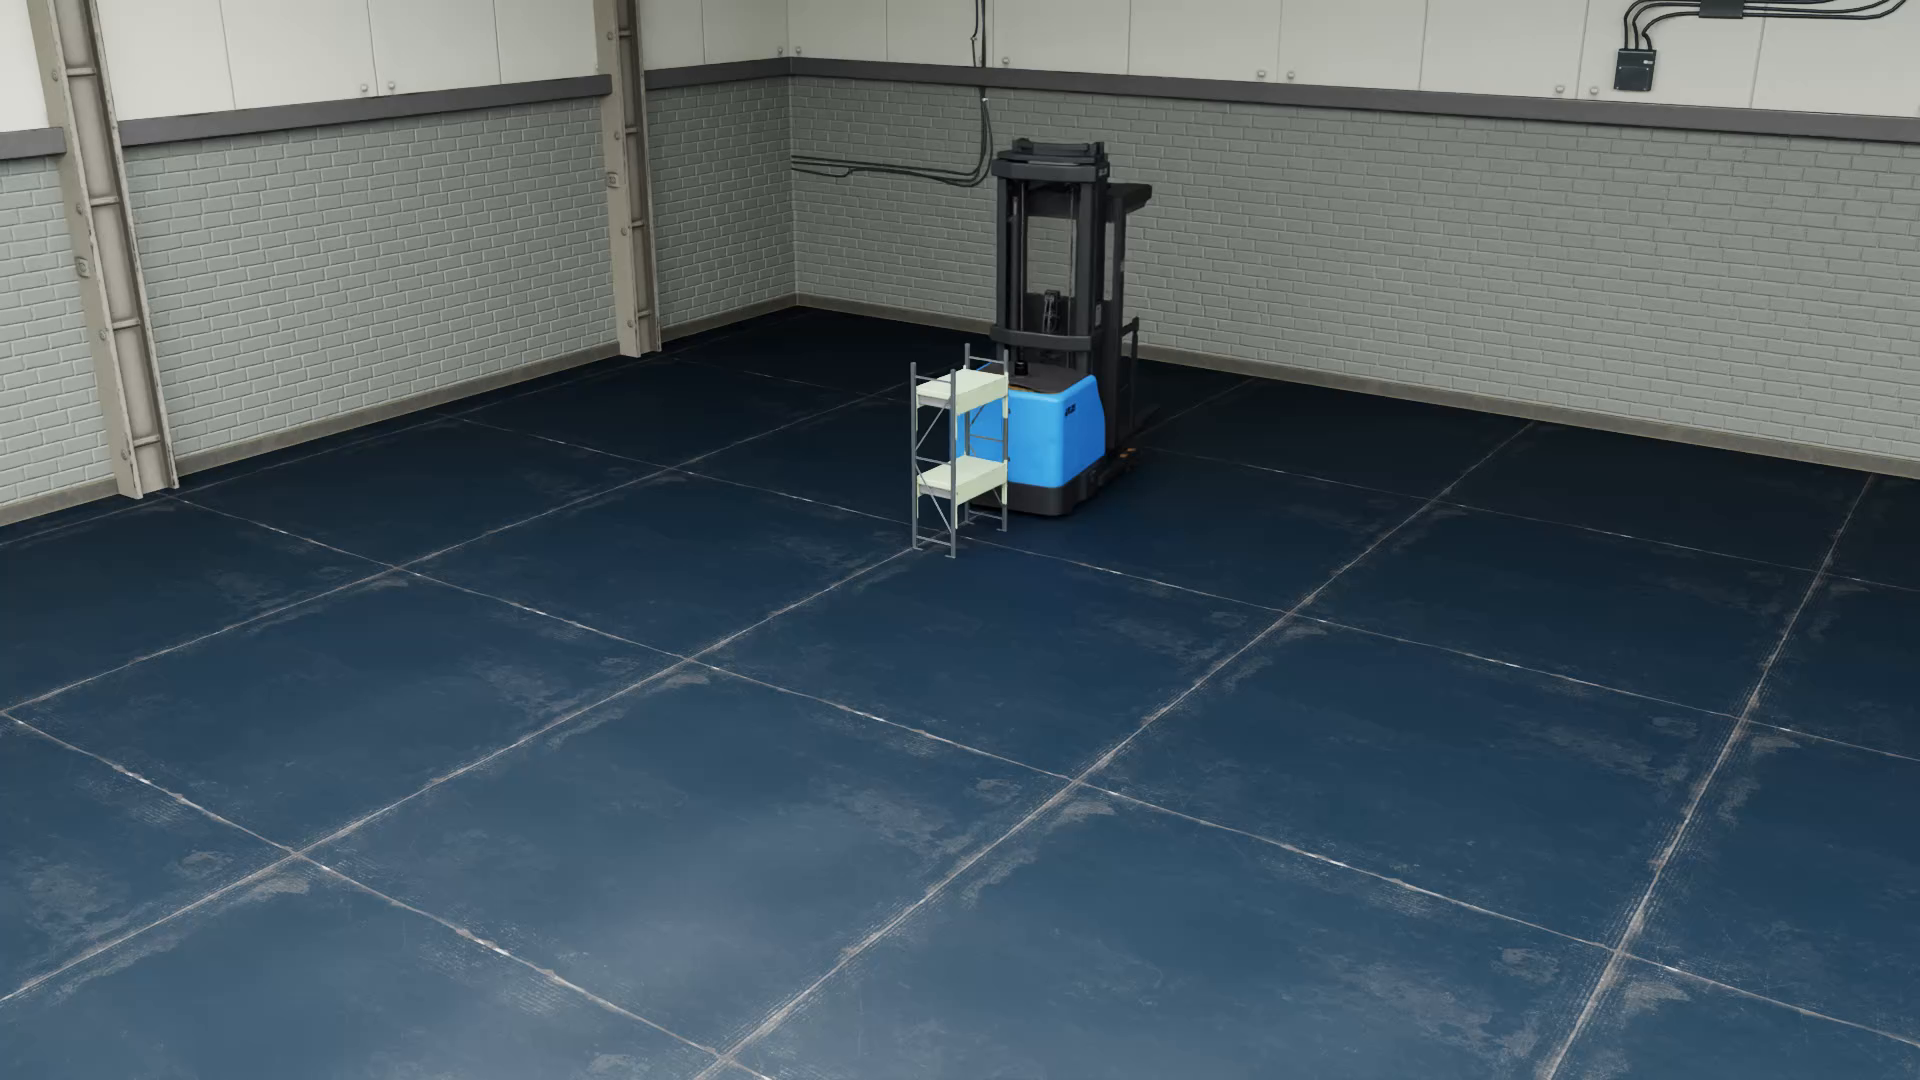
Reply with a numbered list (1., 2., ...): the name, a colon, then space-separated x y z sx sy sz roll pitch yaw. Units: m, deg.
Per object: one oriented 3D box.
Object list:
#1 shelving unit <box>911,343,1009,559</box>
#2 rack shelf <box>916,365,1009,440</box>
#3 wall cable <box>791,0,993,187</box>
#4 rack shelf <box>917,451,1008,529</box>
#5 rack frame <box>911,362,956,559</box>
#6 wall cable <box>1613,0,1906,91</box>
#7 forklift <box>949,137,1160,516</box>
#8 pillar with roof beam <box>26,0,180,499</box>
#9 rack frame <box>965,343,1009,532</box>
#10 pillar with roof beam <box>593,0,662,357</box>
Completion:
1. shelving unit: 0.004 -0.705 13.010 0.431 1.500 0.755 13 24 32
2. rack shelf: 0.004 -1.071 12.875 0.431 0.370 0.720 13 24 32
3. wall cable: -0.922 -5.508 19.660 3.097 2.526 0.112 13 24 32
4. rack shelf: 0.004 -0.400 13.123 0.431 0.370 0.720 13 24 32
5. rack frame: -0.202 -0.600 12.726 0.400 1.500 0.023 13 24 32
6. wall cable: 6.920 -6.703 13.514 2.305 6.003 0.169 13 24 32
7. forklift: 0.985 -2.043 14.564 1.130 2.935 3.031 9 22 24
8. pillar with roof beam: -3.484 -3.816 10.610 9.100 9.000 0.400 13 24 32
9. rack frame: 0.209 -0.810 13.294 0.400 1.500 0.023 13 24 32
10. pillar with roof beam: -0.111 -5.537 15.264 9.100 9.000 0.400 13 24 32
